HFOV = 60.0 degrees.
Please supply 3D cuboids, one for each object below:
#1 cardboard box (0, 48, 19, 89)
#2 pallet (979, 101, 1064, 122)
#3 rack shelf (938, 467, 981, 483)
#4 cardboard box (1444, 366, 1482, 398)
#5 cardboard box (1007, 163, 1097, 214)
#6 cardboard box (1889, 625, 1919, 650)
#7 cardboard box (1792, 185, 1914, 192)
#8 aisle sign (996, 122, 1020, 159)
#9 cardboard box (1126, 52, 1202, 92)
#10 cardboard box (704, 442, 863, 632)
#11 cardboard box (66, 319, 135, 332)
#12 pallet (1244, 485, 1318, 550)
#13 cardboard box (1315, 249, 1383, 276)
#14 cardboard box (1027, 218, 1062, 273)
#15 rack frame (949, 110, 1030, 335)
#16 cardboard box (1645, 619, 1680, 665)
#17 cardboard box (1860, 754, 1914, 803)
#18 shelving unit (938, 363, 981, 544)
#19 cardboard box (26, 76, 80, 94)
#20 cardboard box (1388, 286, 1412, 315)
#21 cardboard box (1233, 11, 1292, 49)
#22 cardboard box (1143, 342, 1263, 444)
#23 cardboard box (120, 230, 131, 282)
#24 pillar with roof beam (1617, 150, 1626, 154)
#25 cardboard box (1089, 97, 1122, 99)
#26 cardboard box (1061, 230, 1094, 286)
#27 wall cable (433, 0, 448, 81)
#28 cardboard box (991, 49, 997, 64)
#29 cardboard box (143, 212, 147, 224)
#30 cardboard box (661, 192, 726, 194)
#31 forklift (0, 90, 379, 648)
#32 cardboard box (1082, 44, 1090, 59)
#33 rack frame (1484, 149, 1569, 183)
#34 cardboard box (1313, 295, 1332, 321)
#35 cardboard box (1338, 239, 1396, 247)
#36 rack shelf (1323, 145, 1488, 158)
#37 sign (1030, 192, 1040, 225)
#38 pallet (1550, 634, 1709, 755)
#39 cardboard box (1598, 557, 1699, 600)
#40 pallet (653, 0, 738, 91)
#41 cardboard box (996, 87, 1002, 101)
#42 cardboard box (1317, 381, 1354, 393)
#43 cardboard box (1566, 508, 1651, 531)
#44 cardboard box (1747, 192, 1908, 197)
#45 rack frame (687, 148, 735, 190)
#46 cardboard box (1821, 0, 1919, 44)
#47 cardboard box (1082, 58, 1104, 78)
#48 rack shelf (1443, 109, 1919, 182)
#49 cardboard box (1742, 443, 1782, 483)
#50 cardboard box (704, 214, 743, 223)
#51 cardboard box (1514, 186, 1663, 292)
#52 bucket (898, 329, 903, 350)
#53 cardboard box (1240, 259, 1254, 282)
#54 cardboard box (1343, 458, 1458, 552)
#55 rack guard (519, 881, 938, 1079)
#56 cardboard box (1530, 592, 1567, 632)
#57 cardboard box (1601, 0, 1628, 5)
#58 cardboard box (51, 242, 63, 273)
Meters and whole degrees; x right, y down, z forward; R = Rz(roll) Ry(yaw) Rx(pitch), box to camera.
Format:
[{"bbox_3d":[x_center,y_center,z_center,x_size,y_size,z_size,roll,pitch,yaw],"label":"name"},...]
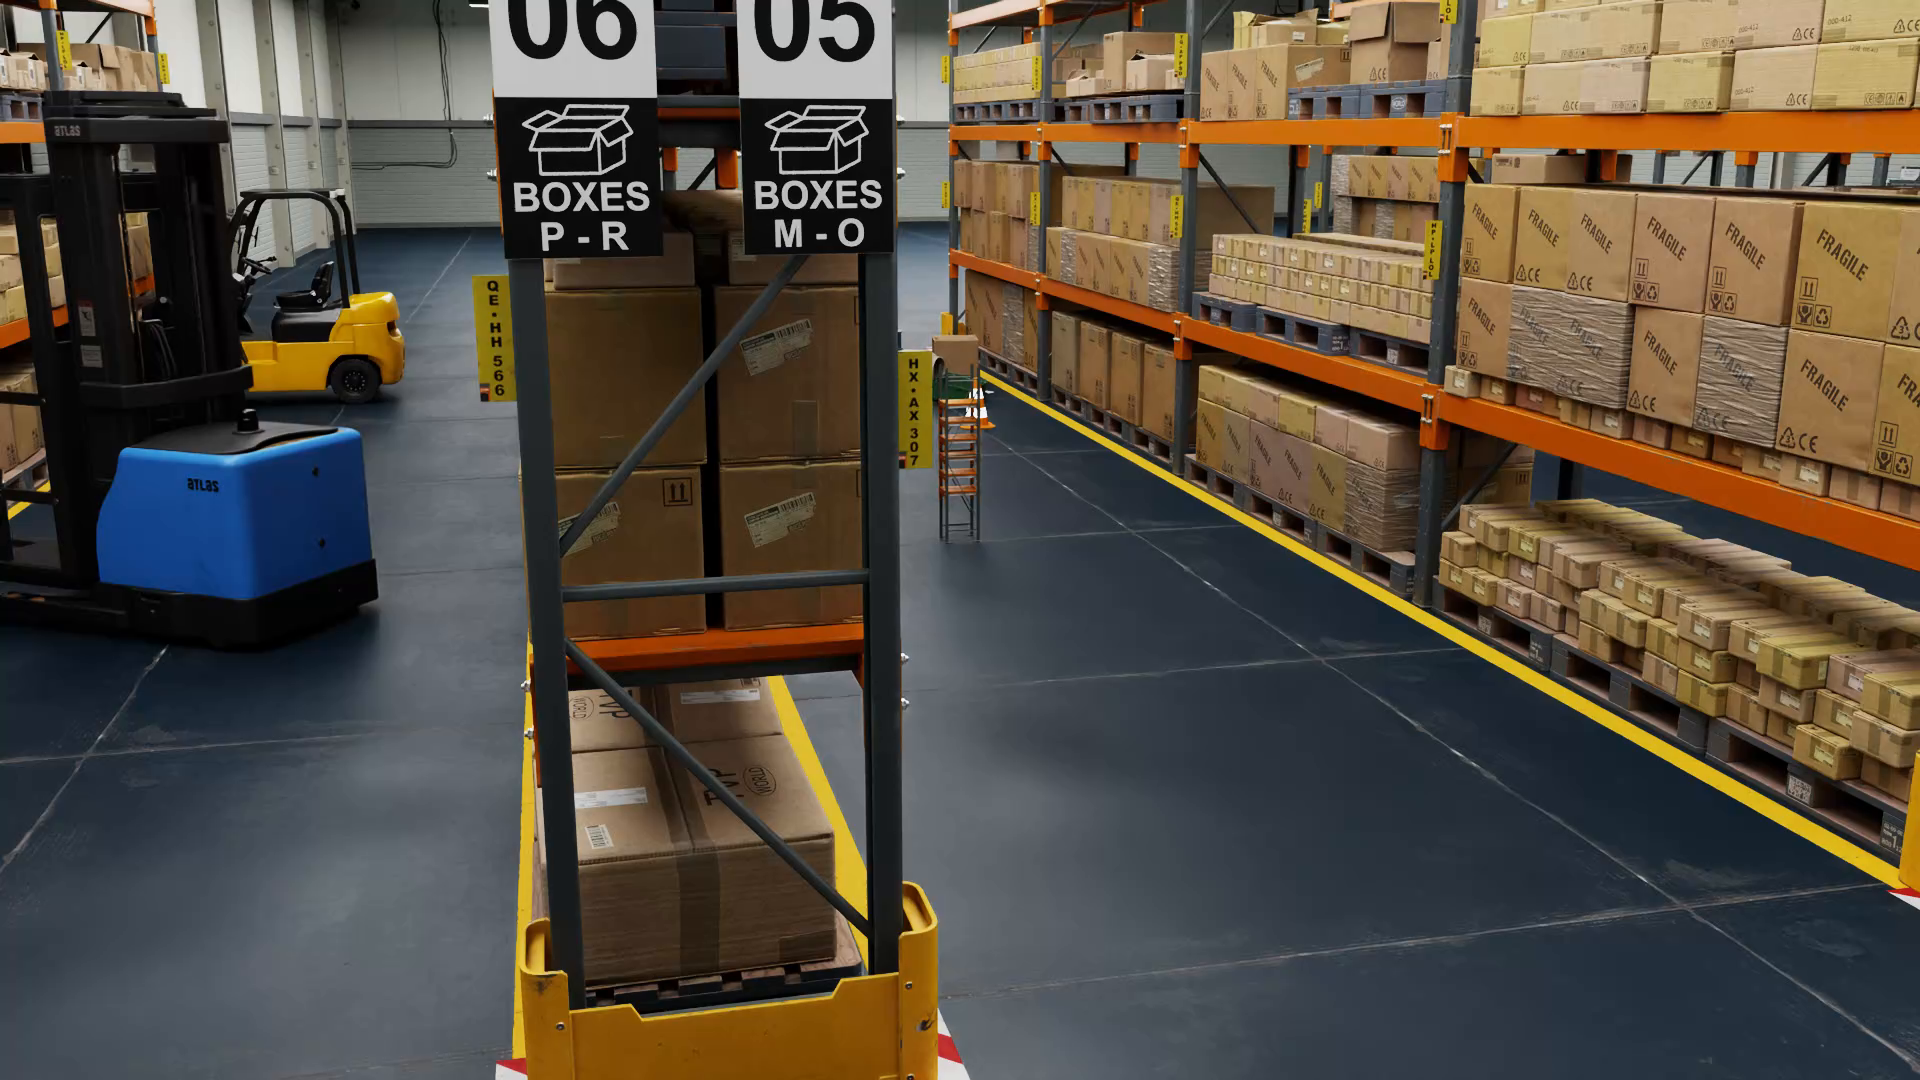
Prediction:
[{"bbox_3d":[-7.721,-3.696,13.006,0.500,0.311,0.500,-4,14,-15],"label":"cardboard box"},{"bbox_3d":[0.838,-4.821,18.705,1.003,0.211,1.213,-3,14,-13],"label":"pallet"},{"bbox_3d":[-0.003,-0.426,11.337,0.258,0.103,0.180,-3,14,-13],"label":"rack shelf"},{"bbox_3d":[2.931,-0.885,9.260,0.380,0.149,0.250,-3,14,-11],"label":"cardboard box"},{"bbox_3d":[1.015,-3.874,18.370,0.875,0.550,0.550,-3,14,-13],"label":"cardboard box"},{"bbox_3d":[4.213,0.462,7.085,0.380,0.149,0.250,-3,14,-13],"label":"cardboard box"},{"bbox_3d":[7.244,-2.633,13.560,0.797,0.503,0.637,-3,14,-11],"label":"cardboard box"},{"bbox_3d":[0.639,-5.155,20.730,0.394,0.787,0.004,-3,14,-13],"label":"aisle sign"},{"bbox_3d":[1.706,-3.905,13.860,0.500,0.311,0.500,-3,14,-13],"label":"cardboard box"},{"bbox_3d":[-0.500,-0.044,5.077,0.500,0.500,0.500,-3,14,-14],"label":"cardboard box"},{"bbox_3d":[-8.227,-1.961,15.937,0.500,0.250,0.500,-3,14,-13],"label":"cardboard box"},{"bbox_3d":[2.708,-0.198,11.792,1.003,0.211,1.213,-3,14,-13],"label":"pallet"},{"bbox_3d":[2.593,-1.844,11.047,0.380,0.149,0.250,-4,14,-16],"label":"cardboard box"},{"bbox_3d":[1.205,-3.094,17.454,0.875,0.550,0.550,-3,14,-13],"label":"cardboard box"},{"bbox_3d":[0.364,-3.859,20.903,1.000,3.000,0.127,-3,14,-13],"label":"rack frame"},{"bbox_3d":[3.420,0.464,7.704,0.380,0.149,0.250,-3,14,-10],"label":"cardboard box"},{"bbox_3d":[3.795,0.903,6.533,0.380,0.149,0.250,-3,14,-12],"label":"cardboard box"},{"bbox_3d":[-0.003,-0.586,11.298,0.258,1.200,0.189,-3,14,-13],"label":"shelving unit"},{"bbox_3d":[-8.119,-4.068,14.870,0.380,0.149,0.250,-3,14,-12],"label":"cardboard box"},{"bbox_3d":[2.834,-1.459,10.096,0.380,0.149,0.250,-3,14,-13],"label":"cardboard box"},{"bbox_3d":[2.191,-3.664,11.959,0.396,0.266,0.258,-3,14,-13],"label":"cardboard box"},{"bbox_3d":[2.187,-1.270,14.162,1.050,0.750,0.750,-3,14,-14],"label":"cardboard box"},{"bbox_3d":[-8.417,-2.761,16.198,0.500,0.500,0.500,-3,14,-14],"label":"cardboard box"},{"bbox_3d":[12.247,-11.654,40.168,9.100,9.000,0.400,-3,14,-13],"label":"pillar with roof beam"},{"bbox_3d":[1.548,-4.627,17.159,0.380,0.149,0.250,-4,14,-14],"label":"cardboard box"},{"bbox_3d":[1.285,-2.732,16.080,0.500,0.500,0.500,-3,14,-13],"label":"cardboard box"},{"bbox_3d":[-13.783,-14.756,48.765,3.097,2.526,0.112,-3,14,-13],"label":"wall cable"},{"bbox_3d":[0.551,-5.328,18.350,0.380,0.149,0.250,-3,14,-12],"label":"cardboard box"},{"bbox_3d":[-8.648,-3.344,17.219,0.380,0.149,0.250,-4,14,-15],"label":"cardboard box"},{"bbox_3d":[-1.267,-1.521,7.648,0.380,0.149,0.250,-3,14,-12],"label":"cardboard box"},{"bbox_3d":[-4.975,-1.045,9.527,3.031,2.935,1.130,5,15,21],"label":"forklift"},{"bbox_3d":[1.487,-5.073,17.306,0.380,0.149,0.250,-3,14,-14],"label":"cardboard box"},{"bbox_3d":[6.148,-3.190,18.162,1.000,3.000,0.127,-3,14,-13],"label":"rack frame"},{"bbox_3d":[2.588,-1.554,11.111,0.380,0.149,0.250,-3,14,-11],"label":"cardboard box"},{"bbox_3d":[2.988,-2.117,12.164,0.380,0.149,0.250,-3,14,-12],"label":"cardboard box"},{"bbox_3d":[5.679,-4.759,19.780,1.077,0.370,4.000,-3,14,-13],"label":"rack shelf"},{"bbox_3d":[0.764,-3.364,16.886,0.100,0.325,0.005,-3,14,-13],"label":"sign"},{"bbox_3d":[3.664,0.699,8.123,1.003,0.211,1.213,-3,14,-13],"label":"pallet"},{"bbox_3d":[3.384,0.195,8.178,0.380,0.149,0.250,-4,14,-16],"label":"cardboard box"},{"bbox_3d":[-0.851,-1.454,4.923,1.003,0.211,1.213,-3,14,-13],"label":"pallet"},{"bbox_3d":[0.606,-4.884,18.212,0.380,0.149,0.250,-3,14,-14],"label":"cardboard box"},{"bbox_3d":[2.892,-0.990,11.963,0.500,0.250,0.500,-3,14,-12],"label":"cardboard box"},{"bbox_3d":[3.617,-0.075,9.281,0.380,0.149,0.250,-3,14,-12],"label":"cardboard box"},{"bbox_3d":[3.926,-1.320,7.565,0.500,0.500,0.500,-4,14,-15],"label":"cardboard box"},{"bbox_3d":[-1.606,-0.792,8.347,1.000,3.000,0.127,-3,14,-13],"label":"rack frame"},{"bbox_3d":[3.645,-2.005,6.257,0.500,0.250,0.500,-4,14,-15],"label":"cardboard box"},{"bbox_3d":[1.461,-4.846,17.216,0.500,0.250,0.500,-3,14,-13],"label":"cardboard box"},{"bbox_3d":[3.652,-1.737,7.413,1.077,0.370,4.000,-3,14,-13],"label":"rack shelf"},{"bbox_3d":[3.559,-0.342,7.036,0.380,0.149,0.250,-4,14,-16],"label":"cardboard box"},{"bbox_3d":[-0.640,-0.998,5.508,0.380,0.149,0.250,-4,14,-15],"label":"cardboard box"},{"bbox_3d":[3.188,-1.533,8.439,0.500,0.500,0.500,-4,14,-15],"label":"cardboard box"},{"bbox_3d":[-0.970,-1.988,16.937,0.726,0.611,0.620,2,24,6],"label":"bucket"},{"bbox_3d":[2.293,-1.994,12.285,0.380,0.149,0.250,-4,14,-15],"label":"cardboard box"},{"bbox_3d":[2.764,-0.237,10.460,0.500,0.500,0.500,-4,14,-14],"label":"cardboard box"},{"bbox_3d":[-0.660,1.351,4.844,1.175,0.500,0.348,-3,14,-13],"label":"rack guard"},{"bbox_3d":[3.235,0.363,8.741,0.380,0.149,0.250,-4,14,-14],"label":"cardboard box"},{"bbox_3d":[3.258,-2.591,7.813,0.380,0.149,0.250,-4,14,-15],"label":"cardboard box"},{"bbox_3d":[-7.945,-2.431,14.319,0.500,0.250,0.500,-4,14,-14],"label":"cardboard box"}]
